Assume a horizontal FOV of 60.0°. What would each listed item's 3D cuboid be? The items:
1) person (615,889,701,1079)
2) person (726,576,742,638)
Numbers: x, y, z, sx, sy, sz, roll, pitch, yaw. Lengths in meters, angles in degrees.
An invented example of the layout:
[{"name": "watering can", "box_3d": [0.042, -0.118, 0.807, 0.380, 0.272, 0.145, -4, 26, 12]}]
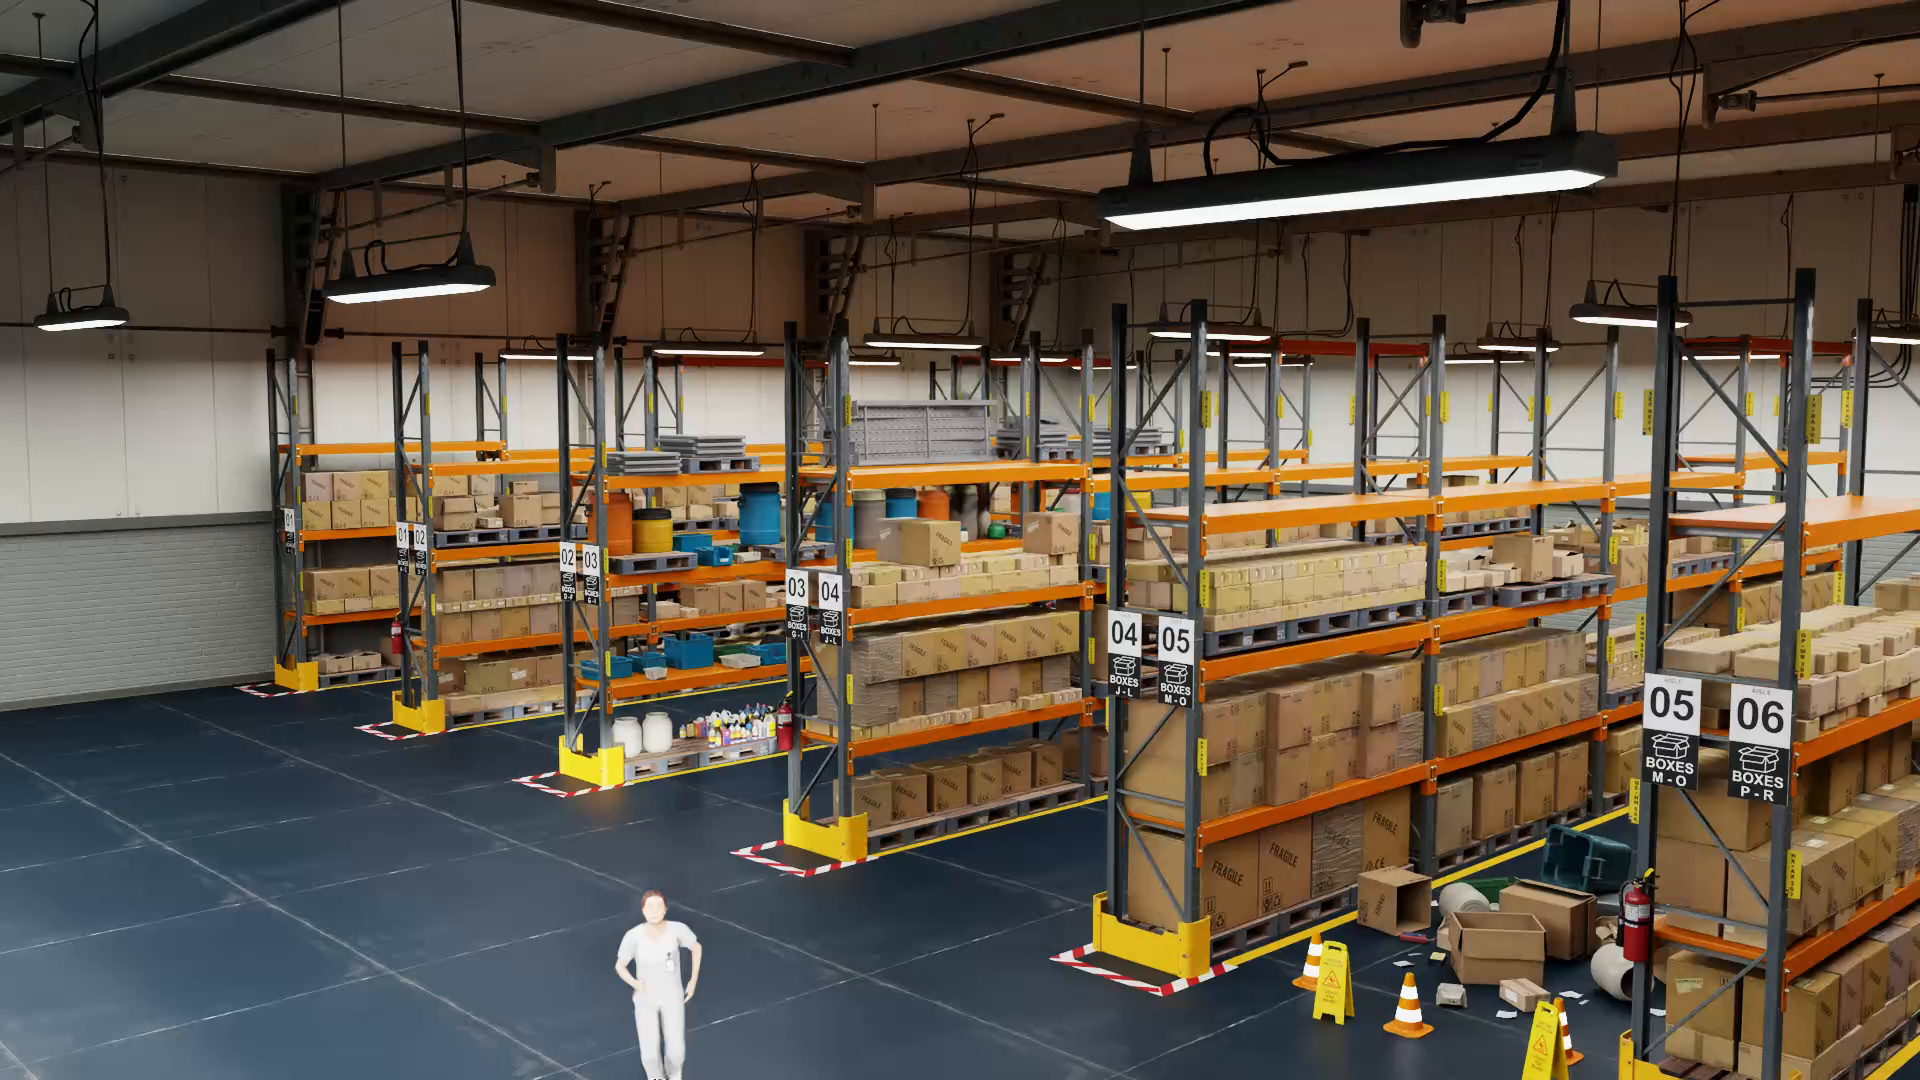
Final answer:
[{"name": "person", "box_3d": [-2.146, 3.308, 11.863, 0.606, 1.645, 0.594, -1, 5, -10]}, {"name": "person", "box_3d": [-4.282, 1.567, 32.073, 0.672, 1.688, 0.868, 4, 7, 40]}]
